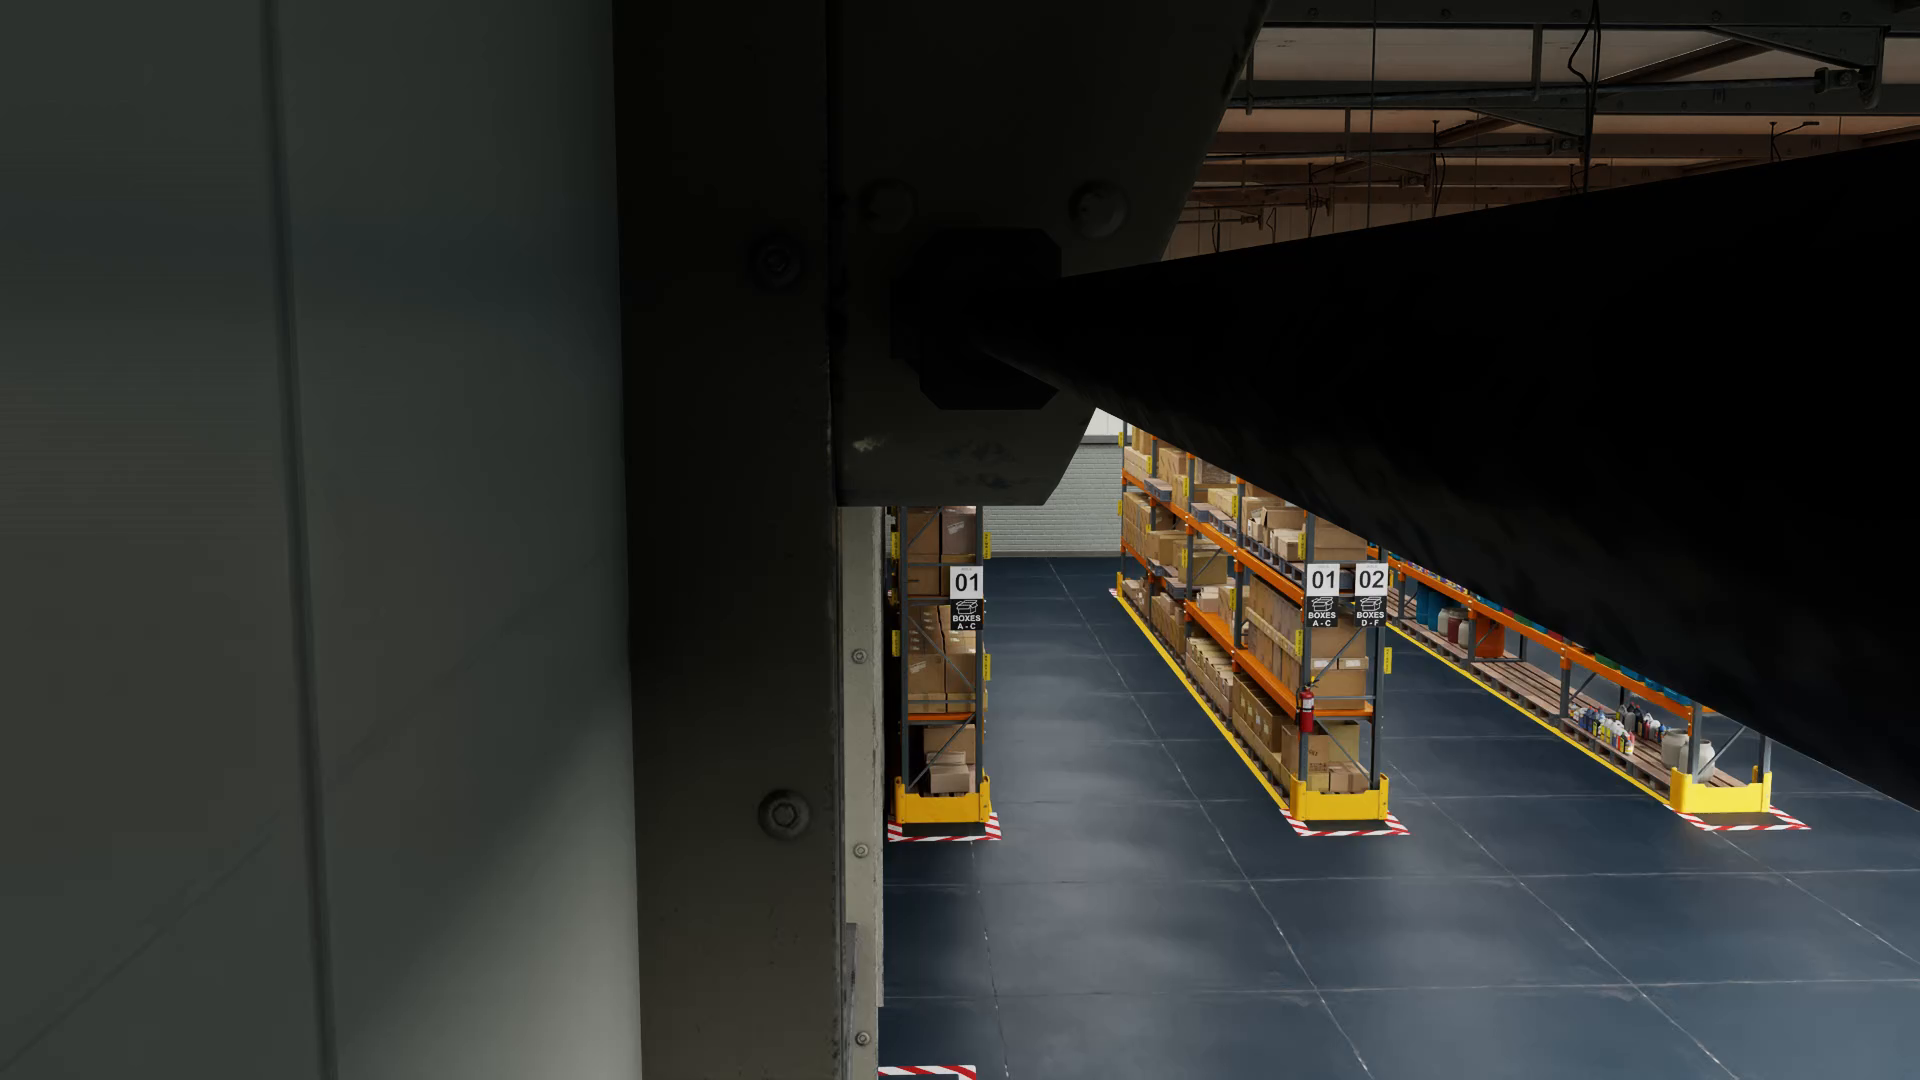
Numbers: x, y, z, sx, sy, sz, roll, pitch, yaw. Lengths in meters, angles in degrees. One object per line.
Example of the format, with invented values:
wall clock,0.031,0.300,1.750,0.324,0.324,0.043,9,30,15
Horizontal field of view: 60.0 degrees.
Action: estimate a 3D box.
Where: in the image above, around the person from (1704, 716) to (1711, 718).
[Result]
person,11.732,1.981,25.623,0.634,1.578,0.525,1,8,9
